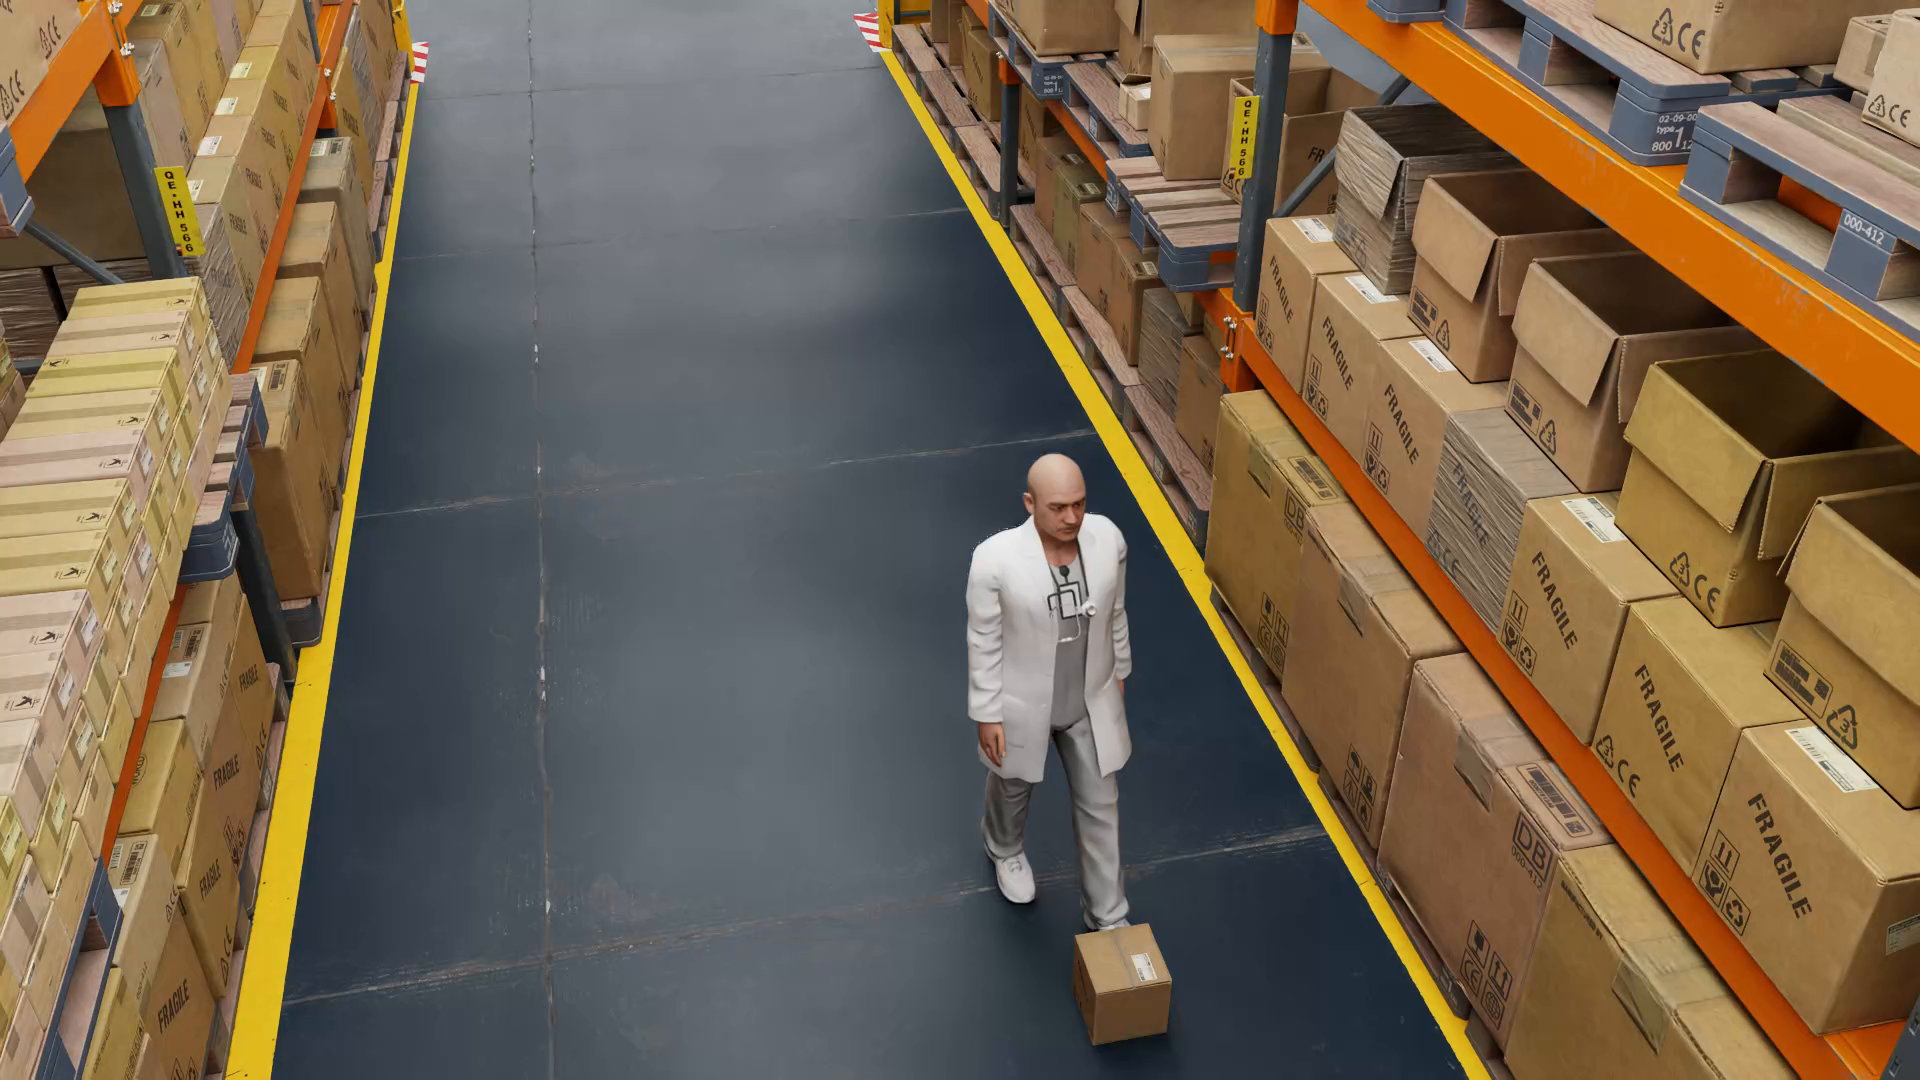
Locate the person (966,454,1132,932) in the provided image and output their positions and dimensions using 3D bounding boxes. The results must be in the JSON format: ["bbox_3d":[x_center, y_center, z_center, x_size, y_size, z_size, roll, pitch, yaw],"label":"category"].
[{"bbox_3d":[0.332,0.558,5.314,0.589,1.765,0.812,-10,35,-14],"label":"person"}]
